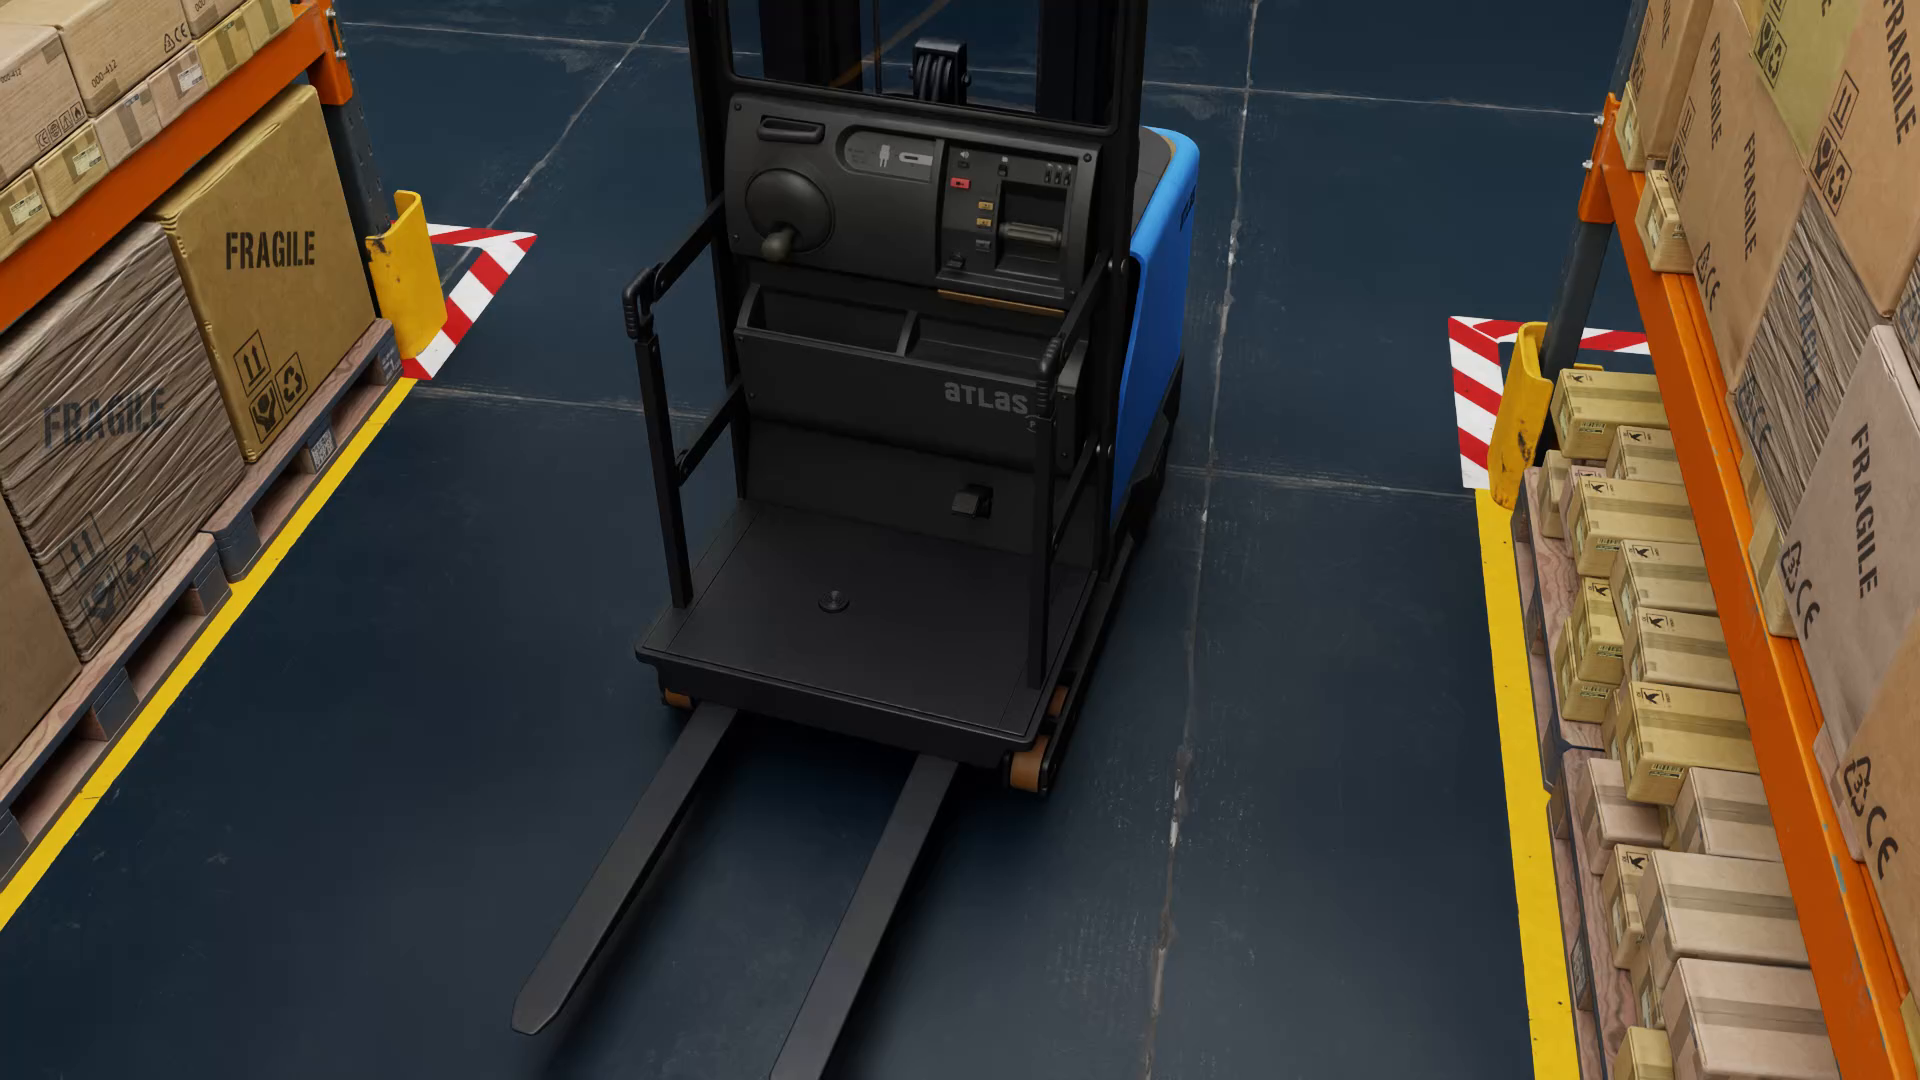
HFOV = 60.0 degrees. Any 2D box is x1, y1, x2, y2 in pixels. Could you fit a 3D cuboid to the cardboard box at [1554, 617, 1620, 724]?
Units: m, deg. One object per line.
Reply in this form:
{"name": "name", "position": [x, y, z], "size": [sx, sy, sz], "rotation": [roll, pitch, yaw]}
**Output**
{"name": "cardboard box", "position": [1.782, 0.359, 4.369], "size": [0.380, 0.149, 0.250], "rotation": [7, 40, 8]}

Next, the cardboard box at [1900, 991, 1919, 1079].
{"name": "cardboard box", "position": [1.510, 0.718, 2.225], "size": [0.380, 0.149, 0.250], "rotation": [8, 40, 9]}

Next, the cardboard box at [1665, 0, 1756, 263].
{"name": "cardboard box", "position": [1.924, -0.913, 3.688], "size": [0.500, 0.500, 0.500], "rotation": [6, 40, 8]}

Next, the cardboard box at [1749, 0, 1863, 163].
{"name": "cardboard box", "position": [1.809, -0.994, 3.002], "size": [0.500, 0.500, 0.500], "rotation": [6, 40, 7]}

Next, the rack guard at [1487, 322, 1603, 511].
{"name": "rack guard", "position": [2.328, -0.338, 5.267], "size": [1.175, 0.500, 0.348], "rotation": [6, 40, 8]}

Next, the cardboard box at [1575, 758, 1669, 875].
{"name": "cardboard box", "position": [1.703, 0.676, 3.986], "size": [0.380, 0.149, 0.250], "rotation": [5, 40, 6]}

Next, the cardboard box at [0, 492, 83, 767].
{"name": "cardboard box", "position": [-2.870, 0.237, 3.947], "size": [0.875, 0.875, 0.875], "rotation": [6, 40, 8]}

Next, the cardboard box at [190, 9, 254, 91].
{"name": "cardboard box", "position": [-2.307, -1.440, 4.835], "size": [0.380, 0.149, 0.250], "rotation": [7, 40, 8]}

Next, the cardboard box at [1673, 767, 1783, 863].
{"name": "cardboard box", "position": [1.758, 0.646, 3.556], "size": [0.380, 0.149, 0.250], "rotation": [6, 40, 8]}

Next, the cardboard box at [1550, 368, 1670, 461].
{"name": "cardboard box", "position": [1.916, -0.351, 4.761], "size": [0.380, 0.149, 0.250], "rotation": [5, 40, 6]}

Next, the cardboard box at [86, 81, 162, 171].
{"name": "cardboard box", "position": [-2.396, -1.125, 4.454], "size": [0.380, 0.149, 0.250], "rotation": [7, 40, 8]}

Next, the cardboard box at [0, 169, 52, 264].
{"name": "cardboard box", "position": [-2.483, -0.799, 4.060], "size": [0.380, 0.149, 0.250], "rotation": [7, 40, 8]}

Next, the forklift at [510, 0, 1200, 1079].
{"name": "forklift", "position": [-0.195, -0.748, 3.854], "size": [1.130, 2.935, 3.031], "rotation": [12, 41, 14]}

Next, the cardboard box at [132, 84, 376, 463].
{"name": "cardboard box", "position": [-2.558, -0.892, 5.313], "size": [0.875, 0.875, 0.875], "rotation": [6, 40, 8]}

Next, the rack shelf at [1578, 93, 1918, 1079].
{"name": "rack shelf", "position": [1.995, 0.183, 3.239], "size": [1.077, 0.370, 4.000], "rotation": [6, 40, 8]}

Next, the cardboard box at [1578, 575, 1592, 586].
{"name": "cardboard box", "position": [1.971, 0.054, 4.738], "size": [0.380, 0.149, 0.250], "rotation": [6, 40, 7]}

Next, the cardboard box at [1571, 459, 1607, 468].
{"name": "cardboard box", "position": [1.998, -0.227, 4.845], "size": [0.380, 0.149, 0.250], "rotation": [8, 40, 10]}

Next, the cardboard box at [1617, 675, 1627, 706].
{"name": "cardboard box", "position": [1.836, 0.428, 4.052], "size": [0.380, 0.149, 0.250], "rotation": [5, 40, 6]}

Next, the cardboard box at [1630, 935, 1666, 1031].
{"name": "cardboard box", "position": [1.672, 1.008, 3.584], "size": [0.380, 0.149, 0.250], "rotation": [7, 40, 9]}

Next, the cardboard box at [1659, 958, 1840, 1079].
{"name": "cardboard box", "position": [1.573, 0.960, 3.175], "size": [0.380, 0.149, 0.250], "rotation": [5, 40, 6]}

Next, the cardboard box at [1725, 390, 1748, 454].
{"name": "cardboard box", "position": [1.808, -0.261, 3.409], "size": [0.380, 0.149, 0.250], "rotation": [6, 40, 7]}

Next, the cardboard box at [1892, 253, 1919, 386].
{"name": "cardboard box", "position": [1.651, -0.347, 2.219], "size": [0.500, 0.500, 0.500], "rotation": [7, 40, 9]}

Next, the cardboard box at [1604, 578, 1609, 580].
{"name": "cardboard box", "position": [1.940, 0.102, 4.447], "size": [0.380, 0.149, 0.250], "rotation": [7, 40, 8]}

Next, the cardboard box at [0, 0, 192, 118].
{"name": "cardboard box", "position": [-2.437, -1.365, 4.431], "size": [0.500, 0.250, 0.500], "rotation": [6, 40, 7]}

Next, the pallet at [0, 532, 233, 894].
{"name": "pallet", "position": [-2.801, 0.389, 4.614], "size": [1.003, 0.211, 1.213], "rotation": [6, 40, 8]}

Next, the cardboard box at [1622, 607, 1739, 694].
{"name": "cardboard box", "position": [1.798, 0.317, 3.953], "size": [0.380, 0.149, 0.250], "rotation": [8, 40, 9]}

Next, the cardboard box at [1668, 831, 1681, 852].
{"name": "cardboard box", "position": [1.773, 0.772, 3.637], "size": [0.380, 0.149, 0.250], "rotation": [8, 40, 10]}

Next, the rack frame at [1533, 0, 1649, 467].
{"name": "rack frame", "position": [2.341, -1.350, 4.528], "size": [1.000, 3.000, 0.127], "rotation": [6, 40, 8]}

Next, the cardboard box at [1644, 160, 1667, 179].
{"name": "cardboard box", "position": [1.959, -0.921, 4.207], "size": [0.380, 0.149, 0.250], "rotation": [8, 40, 9]}

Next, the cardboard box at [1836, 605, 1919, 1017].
{"name": "cardboard box", "position": [1.546, 0.347, 2.164], "size": [0.500, 0.500, 0.500], "rotation": [5, 40, 6]}

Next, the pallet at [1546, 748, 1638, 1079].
{"name": "pallet", "position": [1.939, 1.042, 3.824], "size": [1.003, 0.211, 1.213], "rotation": [6, 40, 8]}

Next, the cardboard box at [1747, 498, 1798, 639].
{"name": "cardboard box", "position": [1.668, 0.063, 3.016], "size": [0.380, 0.149, 0.250], "rotation": [7, 40, 9]}

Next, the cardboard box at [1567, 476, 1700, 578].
{"name": "cardboard box", "position": [1.817, -0.020, 4.361], "size": [0.380, 0.149, 0.250], "rotation": [6, 40, 8]}

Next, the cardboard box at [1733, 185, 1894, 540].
{"name": "cardboard box", "position": [1.745, -0.286, 2.930], "size": [0.500, 0.500, 0.500], "rotation": [5, 40, 7]}
